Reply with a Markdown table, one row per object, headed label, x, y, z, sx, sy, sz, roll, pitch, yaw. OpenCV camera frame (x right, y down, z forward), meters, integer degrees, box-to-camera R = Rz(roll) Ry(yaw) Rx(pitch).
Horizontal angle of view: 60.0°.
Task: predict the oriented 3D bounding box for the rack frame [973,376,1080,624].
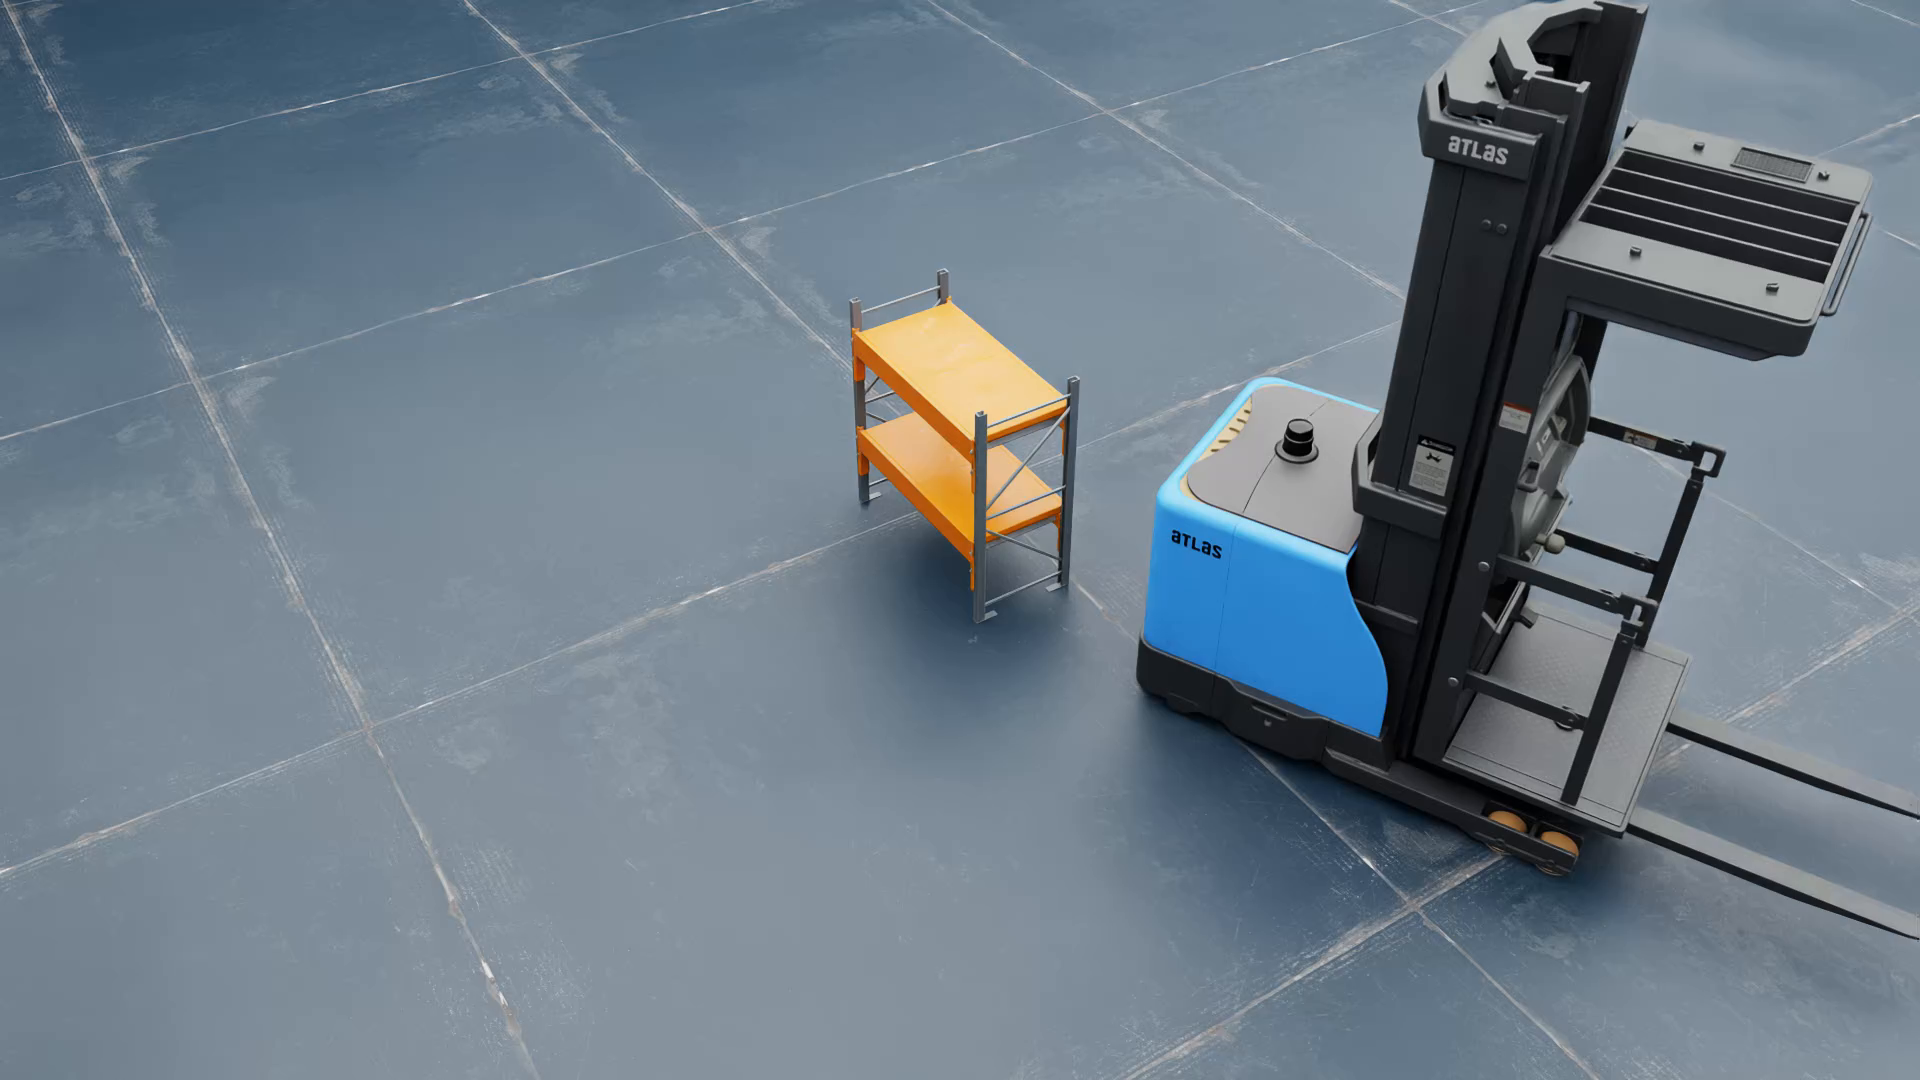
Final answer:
| label | x | y | z | sx | sy | sz | roll | pitch | yaw |
| --- | --- | --- | --- | --- | --- | --- | --- | --- | --- |
| rack frame | 0.277 | -0.154 | 7.117 | 0.500 | 1.125 | 0.032 | -22 | 45 | -24 |

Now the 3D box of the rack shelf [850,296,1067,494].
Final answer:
| label | x | y | z | sx | sy | sz | roll | pitch | yaw |
| --- | --- | --- | --- | --- | --- | --- | --- | --- | --- |
| rack shelf | 0.004 | -0.653 | 7.259 | 0.538 | 0.278 | 1.000 | -22 | 45 | -24 |

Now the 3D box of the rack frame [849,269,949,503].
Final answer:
| label | x | y | z | sx | sy | sz | roll | pitch | yaw |
| --- | --- | --- | --- | --- | --- | --- | --- | --- | --- |
| rack frame | -0.270 | -0.703 | 7.775 | 0.500 | 1.125 | 0.032 | -22 | 45 | -24 |

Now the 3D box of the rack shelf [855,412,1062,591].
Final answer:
| label | x | y | z | sx | sy | sz | roll | pitch | yaw |
| --- | --- | --- | --- | --- | --- | --- | --- | --- | --- |
| rack shelf | 0.004 | -0.241 | 7.603 | 0.538 | 0.278 | 1.000 | -22 | 45 | -24 |

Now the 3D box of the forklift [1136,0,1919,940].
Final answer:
| label | x | y | z | sx | sy | sz | roll | pitch | yaw |
| --- | --- | --- | --- | --- | --- | --- | --- | --- | --- |
| forklift | 2.266 | -0.250 | 5.821 | 3.031 | 2.935 | 1.130 | 22 | 44 | 24 |

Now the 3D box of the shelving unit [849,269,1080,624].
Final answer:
| label | x | y | z | sx | sy | sz | roll | pitch | yaw |
| --- | --- | --- | --- | --- | --- | --- | --- | --- | --- |
| shelving unit | 0.004 | -0.428 | 7.446 | 0.538 | 1.125 | 1.048 | -22 | 45 | -24 |
